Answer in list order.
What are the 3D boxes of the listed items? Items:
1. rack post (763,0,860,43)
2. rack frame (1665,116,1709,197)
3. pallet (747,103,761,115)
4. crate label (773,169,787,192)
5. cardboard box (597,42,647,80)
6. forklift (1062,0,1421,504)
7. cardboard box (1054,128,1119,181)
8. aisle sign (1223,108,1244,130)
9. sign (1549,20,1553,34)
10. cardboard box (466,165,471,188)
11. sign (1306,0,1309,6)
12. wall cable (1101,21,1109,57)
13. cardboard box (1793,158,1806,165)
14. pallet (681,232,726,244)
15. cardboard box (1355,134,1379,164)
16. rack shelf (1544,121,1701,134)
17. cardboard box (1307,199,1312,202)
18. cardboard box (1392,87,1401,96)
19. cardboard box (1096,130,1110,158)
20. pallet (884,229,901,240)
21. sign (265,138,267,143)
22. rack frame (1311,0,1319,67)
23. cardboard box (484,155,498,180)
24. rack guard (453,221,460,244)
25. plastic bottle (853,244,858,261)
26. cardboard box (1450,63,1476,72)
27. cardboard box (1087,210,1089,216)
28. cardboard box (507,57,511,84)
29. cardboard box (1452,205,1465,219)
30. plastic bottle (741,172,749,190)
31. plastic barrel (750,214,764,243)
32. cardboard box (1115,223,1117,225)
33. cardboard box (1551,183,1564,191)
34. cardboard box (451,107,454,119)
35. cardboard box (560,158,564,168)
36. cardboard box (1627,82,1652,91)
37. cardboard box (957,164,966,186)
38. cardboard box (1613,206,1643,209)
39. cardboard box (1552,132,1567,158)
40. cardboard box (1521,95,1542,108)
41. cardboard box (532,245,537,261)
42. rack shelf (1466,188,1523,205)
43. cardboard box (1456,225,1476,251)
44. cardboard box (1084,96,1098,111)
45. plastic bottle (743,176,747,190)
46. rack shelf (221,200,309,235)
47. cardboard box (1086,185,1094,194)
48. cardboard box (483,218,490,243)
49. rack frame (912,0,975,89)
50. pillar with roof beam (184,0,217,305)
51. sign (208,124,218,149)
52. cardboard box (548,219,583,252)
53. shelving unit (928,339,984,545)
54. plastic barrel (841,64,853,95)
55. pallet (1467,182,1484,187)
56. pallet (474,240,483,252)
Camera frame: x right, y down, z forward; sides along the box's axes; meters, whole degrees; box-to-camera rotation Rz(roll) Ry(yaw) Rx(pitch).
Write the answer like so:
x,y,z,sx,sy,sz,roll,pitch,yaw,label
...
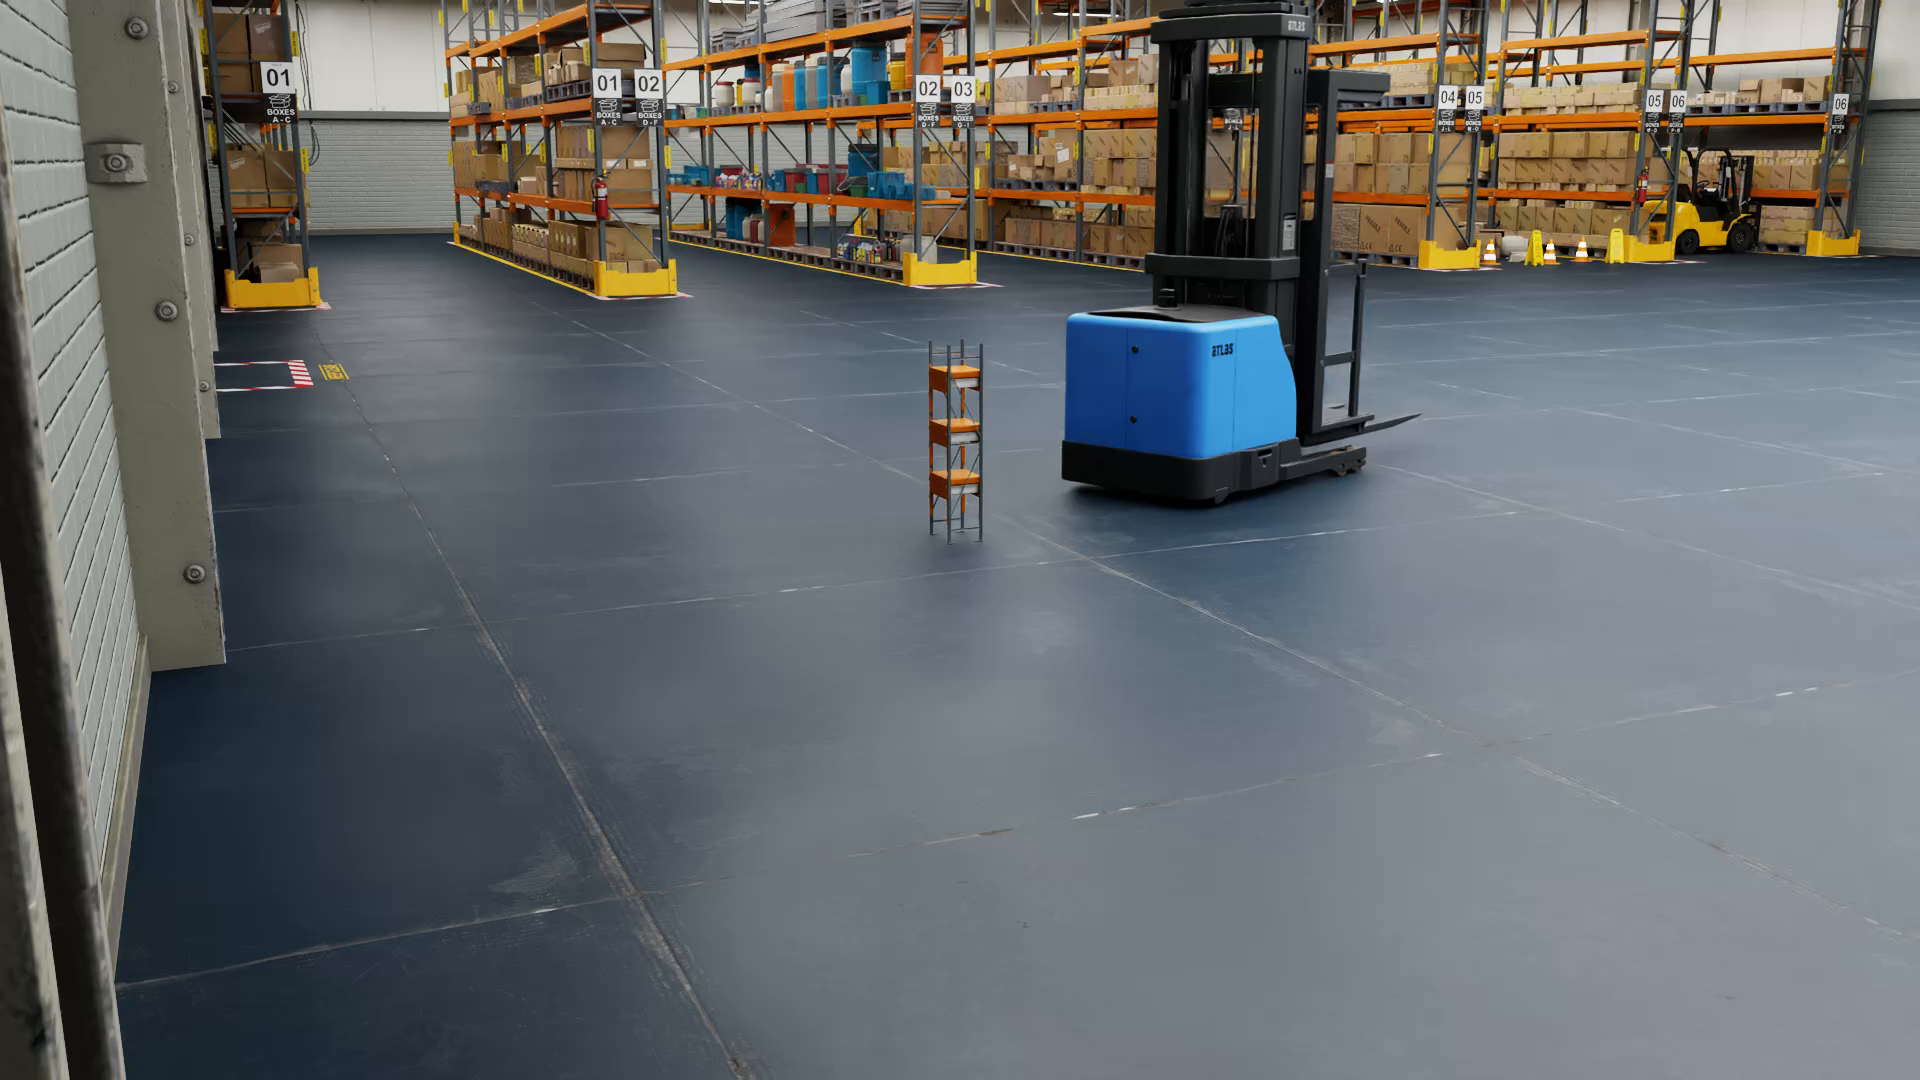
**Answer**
x,y,z,sx,sy,sz,roll,pitch,yaw,label
-2.716,-9.783,30.737,1.013,1.000,3.121,-6,14,-23,rack post
16.316,-8.155,37.453,1.000,3.000,0.127,-6,14,-23,rack frame
-3.668,-8.726,33.687,1.003,0.211,1.213,-6,14,-23,pallet
-3.301,-6.977,32.286,0.502,0.435,0.616,-6,14,-23,crate label
-5.013,-6.994,24.313,0.797,0.503,0.637,-5,14,-19,cardboard box
1.990,-1.905,10.602,1.130,2.935,3.031,12,17,41,forklift
2.499,-7.484,32.294,1.000,1.000,1.000,-6,14,-23,cardboard box
4.591,-7.265,27.843,0.394,0.787,0.004,-6,14,-23,aisle sign
14.221,-12.347,40.012,0.100,0.325,0.005,-6,14,-23,sign
-10.444,-7.911,36.176,0.500,0.500,0.500,-5,14,-22,cardboard box
6.782,-10.603,32.477,0.100,0.325,0.005,-6,14,-23,sign
4.426,-14.258,50.516,0.463,3.000,0.029,-6,14,-23,wall cable
17.393,-7.790,34.214,0.380,0.149,0.250,-5,14,-22,cardboard box
-5.876,-7.059,38.900,1.003,0.211,1.213,-6,14,-23,pallet
8.028,-7.422,31.558,0.875,0.550,0.500,-6,14,-23,cardboard box
15.515,-9.679,38.981,1.077,0.370,4.000,-6,14,-23,rack shelf
9.256,-8.221,41.520,0.875,0.875,0.875,-5,14,-21,cardboard box
8.129,-8.199,30.396,0.380,0.149,0.250,-5,14,-22,cardboard box
2.838,-7.272,30.541,0.500,0.500,0.500,-6,14,-23,cardboard box
-1.241,-7.522,40.901,1.003,0.211,1.213,-6,14,-23,pallet
-15.230,-8.673,36.600,0.100,0.325,0.005,-6,14,-23,sign
8.565,-12.281,41.977,1.000,3.000,0.127,-6,14,-23,rack frame
-9.275,-7.568,33.766,0.700,0.500,0.500,-3,13,-14,cardboard box
-11.165,-7.163,38.708,1.175,0.500,0.348,-6,14,-23,rack guard
-1.802,-4.973,28.754,0.061,0.283,0.133,-5,14,-20,plastic bottle
9.035,-8.490,29.883,0.380,0.149,0.250,-5,14,-22,cardboard box
3.412,-8.207,41.749,0.380,0.149,0.250,-5,14,-21,cardboard box
-8.364,-8.936,31.738,0.500,0.500,0.500,-6,14,-23,cardboard box
13.321,-8.565,43.838,0.500,0.500,0.500,-6,14,-24,cardboard box
-4.487,-7.484,34.661,0.144,0.351,0.185,-6,14,-23,plastic bottle
-4.115,-6.552,34.945,0.600,0.588,0.708,-6,14,-23,plastic barrel
4.112,-7.866,41.594,0.380,0.149,0.250,-5,14,-21,cardboard box
12.232,-7.175,33.775,0.380,0.149,0.250,-6,14,-23,cardboard box
-11.223,-9.655,37.615,0.500,0.250,0.500,-6,14,-23,cardboard box
-6.253,-6.103,26.929,0.380,0.149,0.250,-6,14,-24,cardboard box
12.966,-8.650,31.729,0.380,0.149,0.250,-5,14,-22,cardboard box
0.257,-7.976,36.458,0.500,0.500,0.500,-6,14,-25,cardboard box
15.793,-7.470,38.830,0.875,0.625,0.625,-6,14,-24,cardboard box
12.400,-7.963,33.524,0.700,0.500,0.500,-6,14,-23,cardboard box
11.910,-9.018,34.201,0.500,0.250,0.500,-6,14,-23,cardboard box
-7.227,-5.052,29.211,0.500,0.250,0.500,-5,14,-22,cardboard box
10.968,-7.769,37.379,1.077,0.370,4.000,-6,14,-23,rack shelf
9.966,-6.056,33.619,0.797,0.637,0.503,-6,14,-23,cardboard box
2.635,-8.083,30.822,0.500,0.250,0.500,-6,14,-25,cardboard box
-4.462,-7.414,34.511,0.061,0.283,0.133,-6,14,-23,plastic bottle
-10.125,-4.705,24.141,1.077,0.370,4.000,-6,14,-23,rack shelf
2.588,-6.564,31.136,0.380,0.149,0.250,-6,14,-23,cardboard box
-9.623,-6.444,34.629,0.500,0.500,0.500,-6,14,-26,cardboard box
-0.246,-8.460,25.465,1.000,3.000,0.127,-6,14,-23,rack frame
-6.452,-8.020,23.566,9.100,9.000,0.400,-6,14,-23,pillar with roof beam
-9.840,-5.314,21.910,0.100,0.325,0.005,-6,14,-23,sign
-6.490,-5.023,27.424,0.500,0.500,0.500,-6,14,-23,cardboard box
-0.021,-0.523,8.799,0.215,1.050,0.252,-6,14,-23,shelving unit
-1.856,-7.977,28.853,0.421,0.512,0.421,0,13,0,plastic barrel
10.998,-8.034,37.354,1.003,0.211,1.213,-6,14,-23,pallet
-9.868,-6.353,35.851,1.003,0.211,1.213,-6,14,-23,pallet
